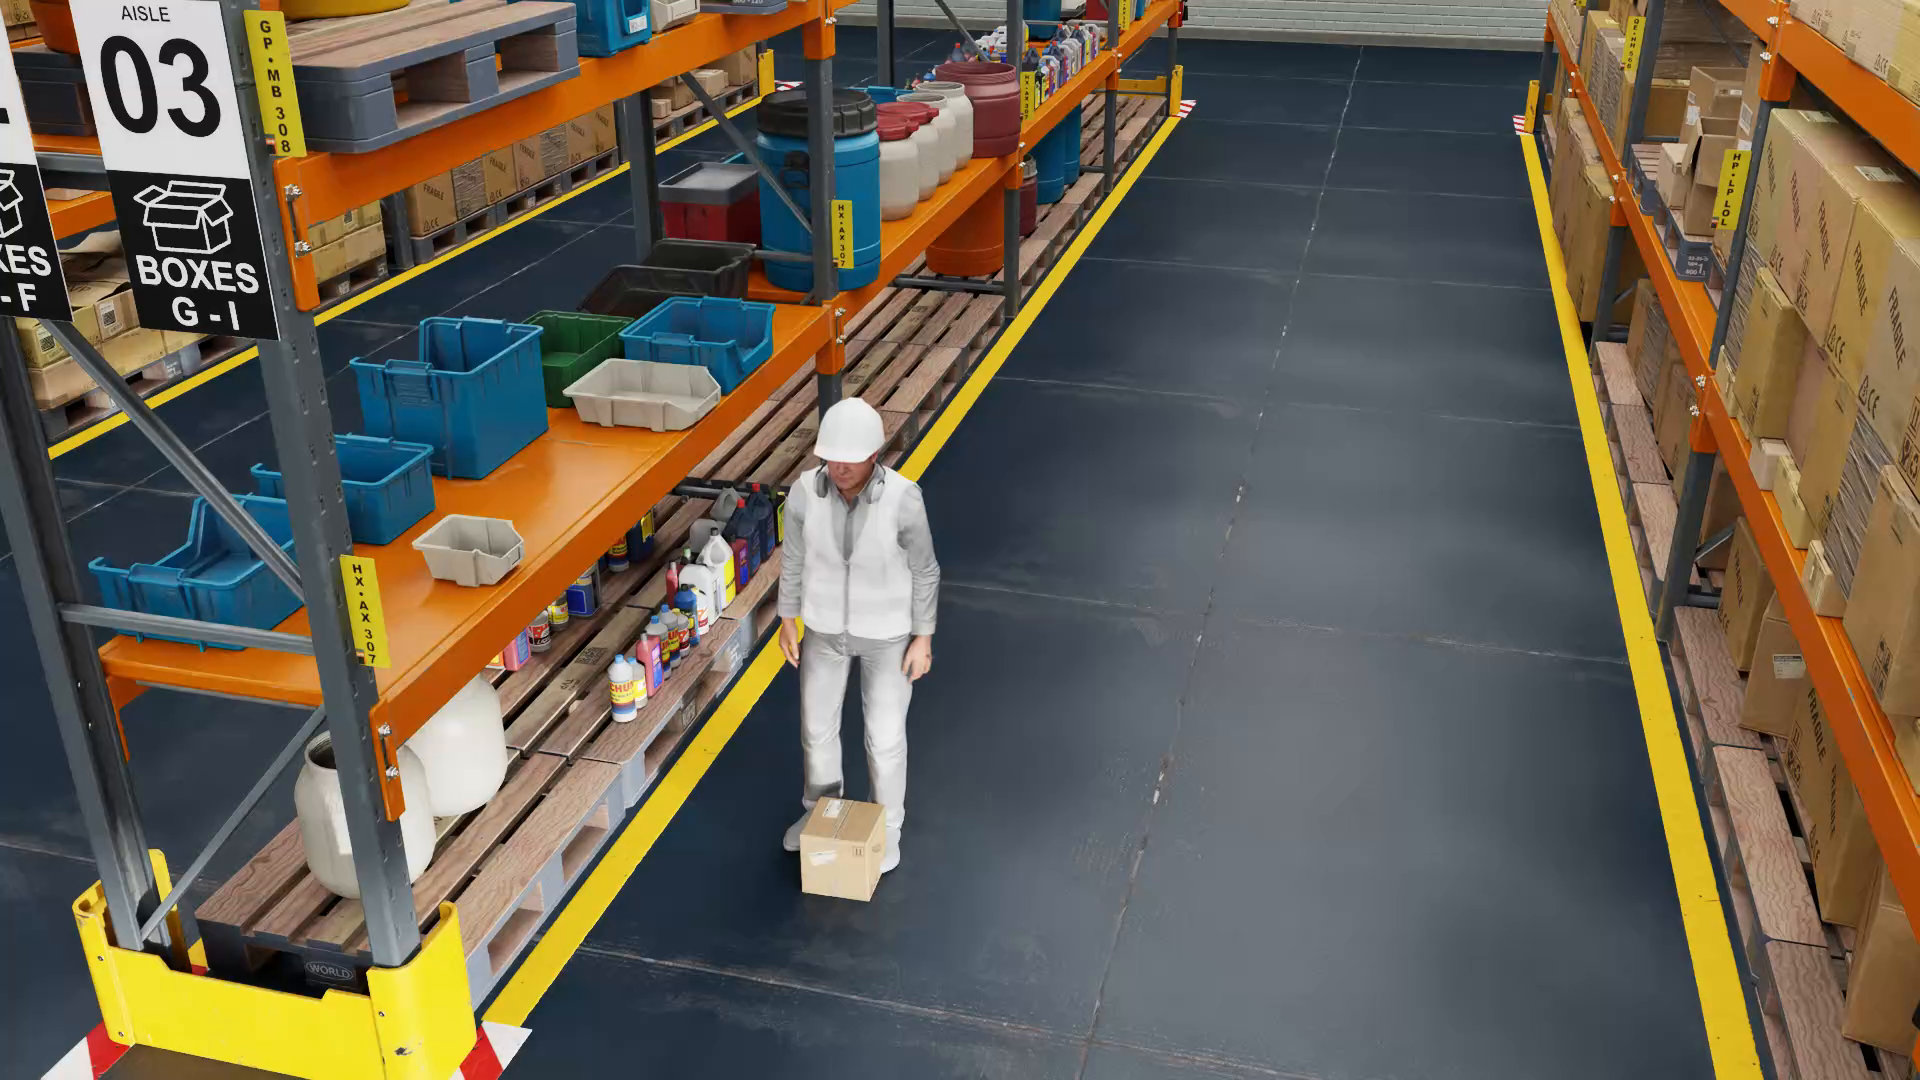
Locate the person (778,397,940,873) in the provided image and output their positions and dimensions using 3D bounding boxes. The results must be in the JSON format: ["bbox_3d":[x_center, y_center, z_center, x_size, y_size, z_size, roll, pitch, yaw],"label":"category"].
[{"bbox_3d":[-0.363,0.317,5.902,0.580,1.772,0.462,6,26,13],"label":"person"}]
